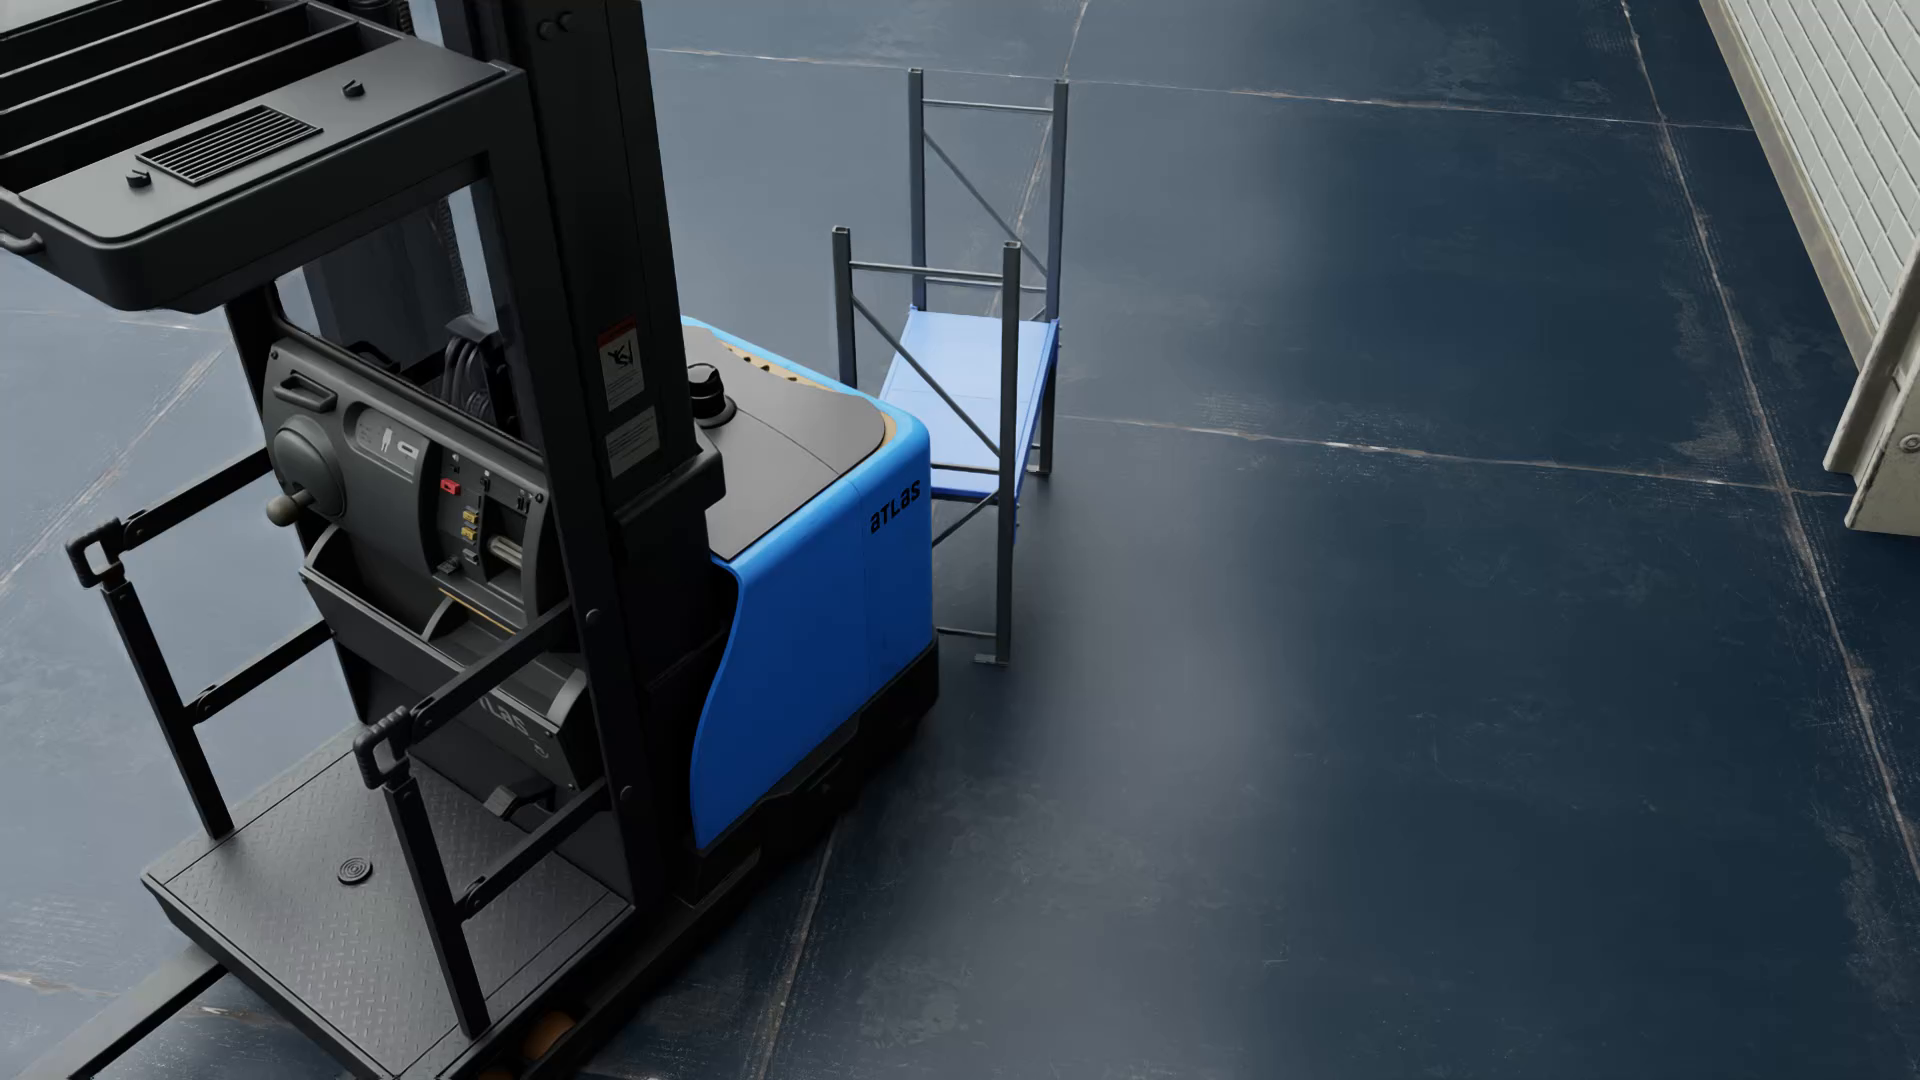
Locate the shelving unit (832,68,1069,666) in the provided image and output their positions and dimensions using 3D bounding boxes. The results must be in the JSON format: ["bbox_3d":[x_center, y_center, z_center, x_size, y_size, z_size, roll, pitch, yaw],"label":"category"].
[{"bbox_3d":[-0.002,-0.535,5.221,0.538,1.500,1.048,6,40,8],"label":"shelving unit"}]

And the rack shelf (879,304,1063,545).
[{"bbox_3d":[-0.002,-0.397,5.335,0.538,0.185,1.000,6,40,8],"label":"rack shelf"}]

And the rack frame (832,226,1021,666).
[{"bbox_3d":[-0.090,-0.216,4.835,0.500,1.500,0.032,6,40,8],"label":"rack frame"}]

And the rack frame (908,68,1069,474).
[{"bbox_3d":[0.086,-0.854,5.606,0.500,1.500,0.032,6,40,8],"label":"rack frame"}]

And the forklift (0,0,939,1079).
[{"bbox_3d":[-1.349,-0.051,3.512,1.130,2.935,3.031,25,46,27],"label":"forklift"}]
